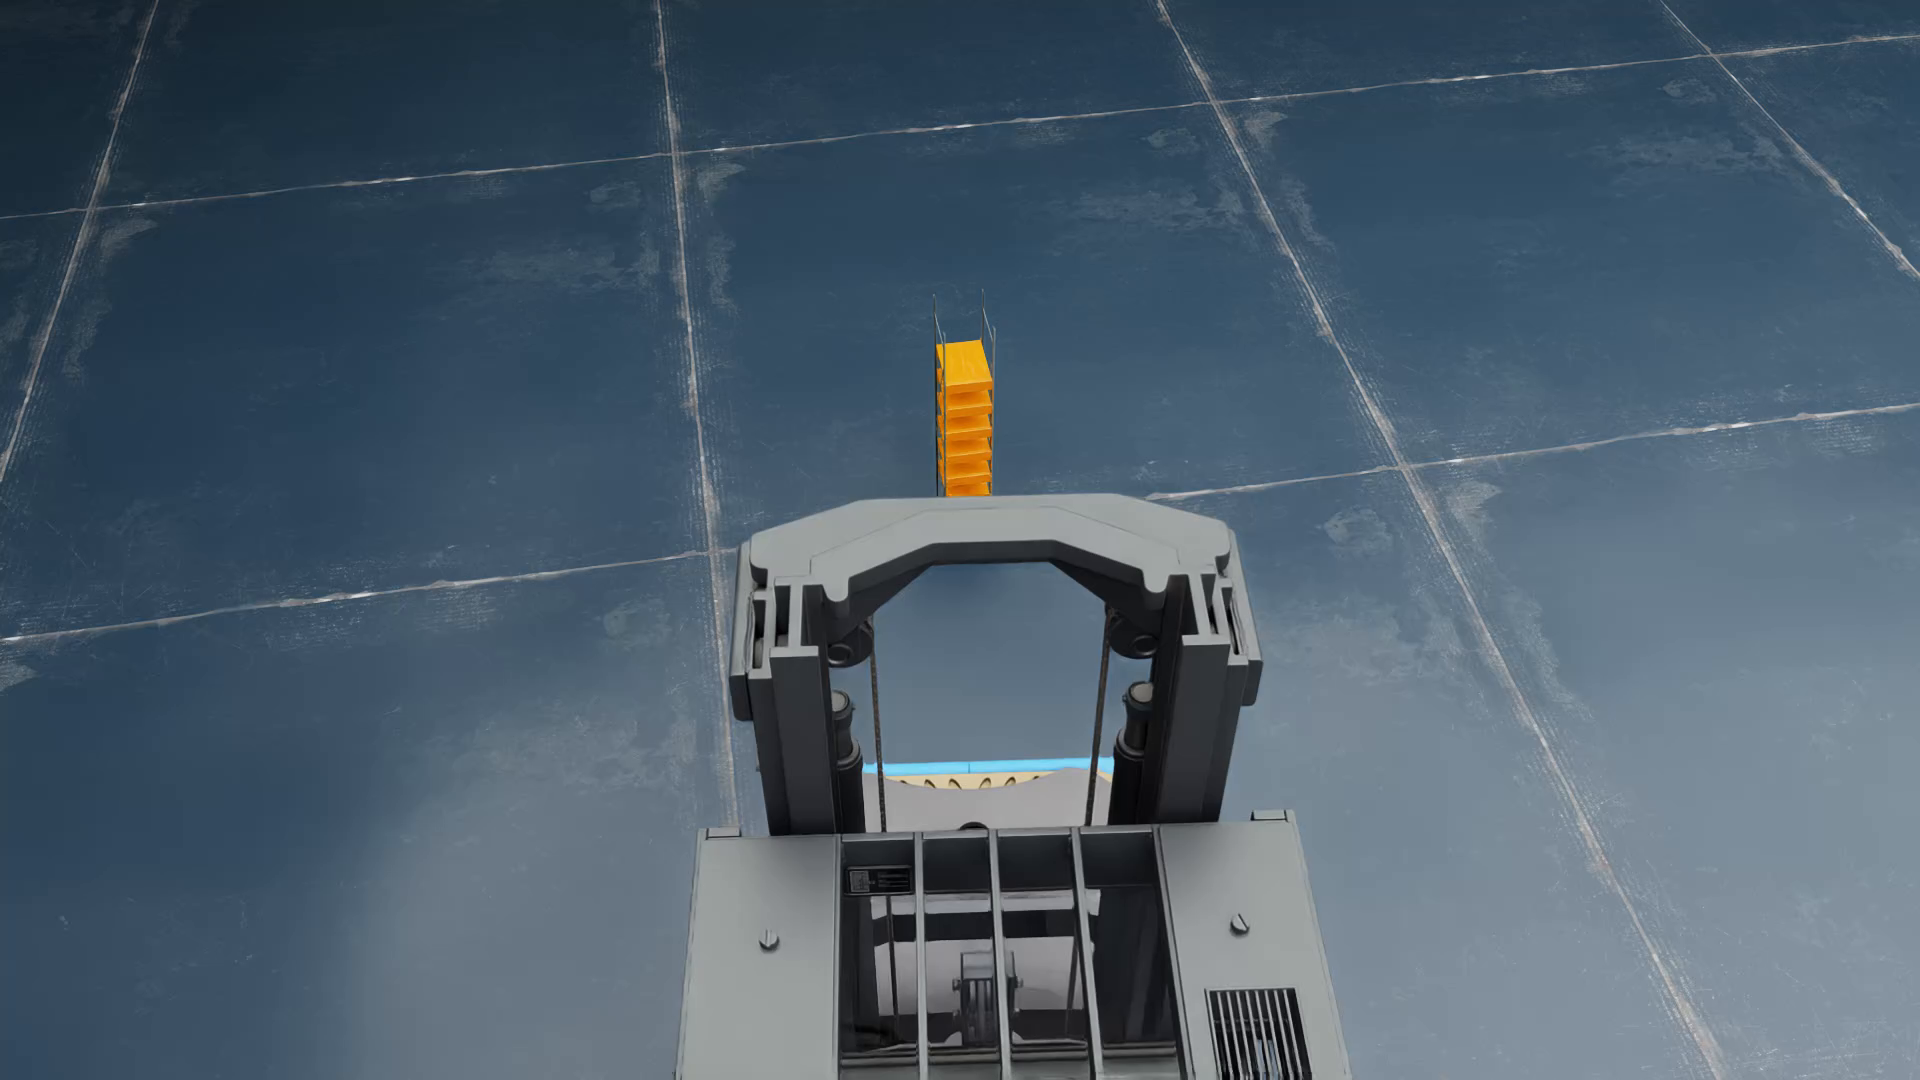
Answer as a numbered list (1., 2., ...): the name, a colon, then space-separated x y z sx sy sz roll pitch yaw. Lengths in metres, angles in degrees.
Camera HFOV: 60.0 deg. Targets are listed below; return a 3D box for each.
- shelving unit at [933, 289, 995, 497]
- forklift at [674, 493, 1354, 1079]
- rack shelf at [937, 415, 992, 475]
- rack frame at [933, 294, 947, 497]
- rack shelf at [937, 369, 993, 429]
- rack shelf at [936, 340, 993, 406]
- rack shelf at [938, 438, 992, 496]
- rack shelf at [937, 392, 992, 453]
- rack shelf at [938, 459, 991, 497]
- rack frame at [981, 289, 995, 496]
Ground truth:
1. shelving unit: 0.014 -0.418 6.513 0.189 1.200 0.258 -7 46 -7
2. forklift: 0.079 1.435 3.525 1.130 2.935 3.031 -2 46 -1
3. rack shelf: 0.014 -0.387 6.545 0.180 0.103 0.258 -7 46 -7
4. rack frame: -0.076 -0.407 6.502 0.006 1.200 0.240 -7 46 -7
5. rack shelf: 0.014 -0.554 6.372 0.180 0.103 0.258 -7 46 -7
6. rack shelf: 0.014 -0.637 6.286 0.180 0.103 0.258 -7 46 -7
7. rack shelf: 0.014 -0.304 6.631 0.180 0.103 0.258 -7 46 -7
8. rack shelf: 0.014 -0.471 6.458 0.180 0.103 0.258 -7 46 -7
9. rack shelf: 0.014 -0.221 6.718 0.180 0.103 0.258 -7 46 -7
10. rack frame: 0.104 -0.429 6.524 0.006 1.200 0.240 -7 46 -7
